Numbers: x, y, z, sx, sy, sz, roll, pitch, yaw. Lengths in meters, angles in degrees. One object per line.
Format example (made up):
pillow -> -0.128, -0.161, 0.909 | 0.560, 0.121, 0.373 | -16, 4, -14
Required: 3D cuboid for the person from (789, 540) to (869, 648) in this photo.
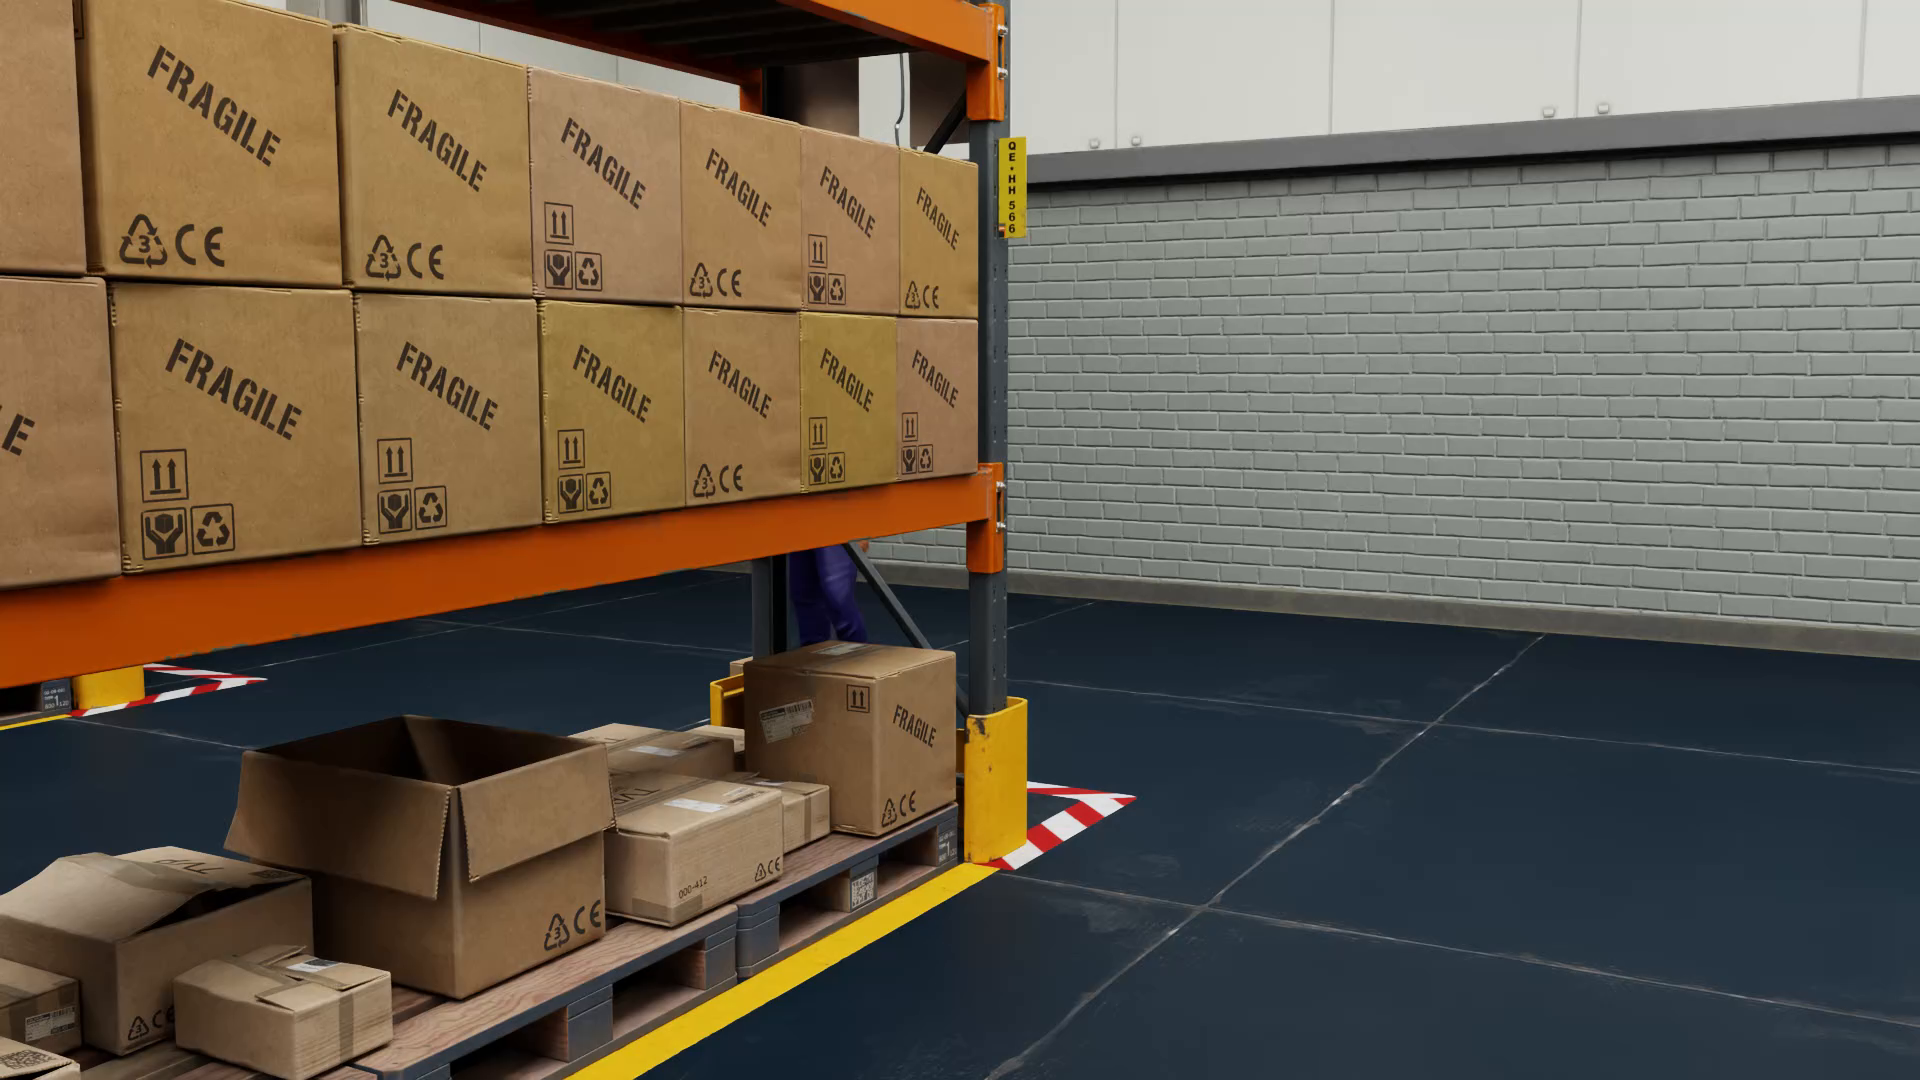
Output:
person -> -0.670, -0.029, 8.257 | 0.389, 1.675, 0.718 | -6, 8, -43
